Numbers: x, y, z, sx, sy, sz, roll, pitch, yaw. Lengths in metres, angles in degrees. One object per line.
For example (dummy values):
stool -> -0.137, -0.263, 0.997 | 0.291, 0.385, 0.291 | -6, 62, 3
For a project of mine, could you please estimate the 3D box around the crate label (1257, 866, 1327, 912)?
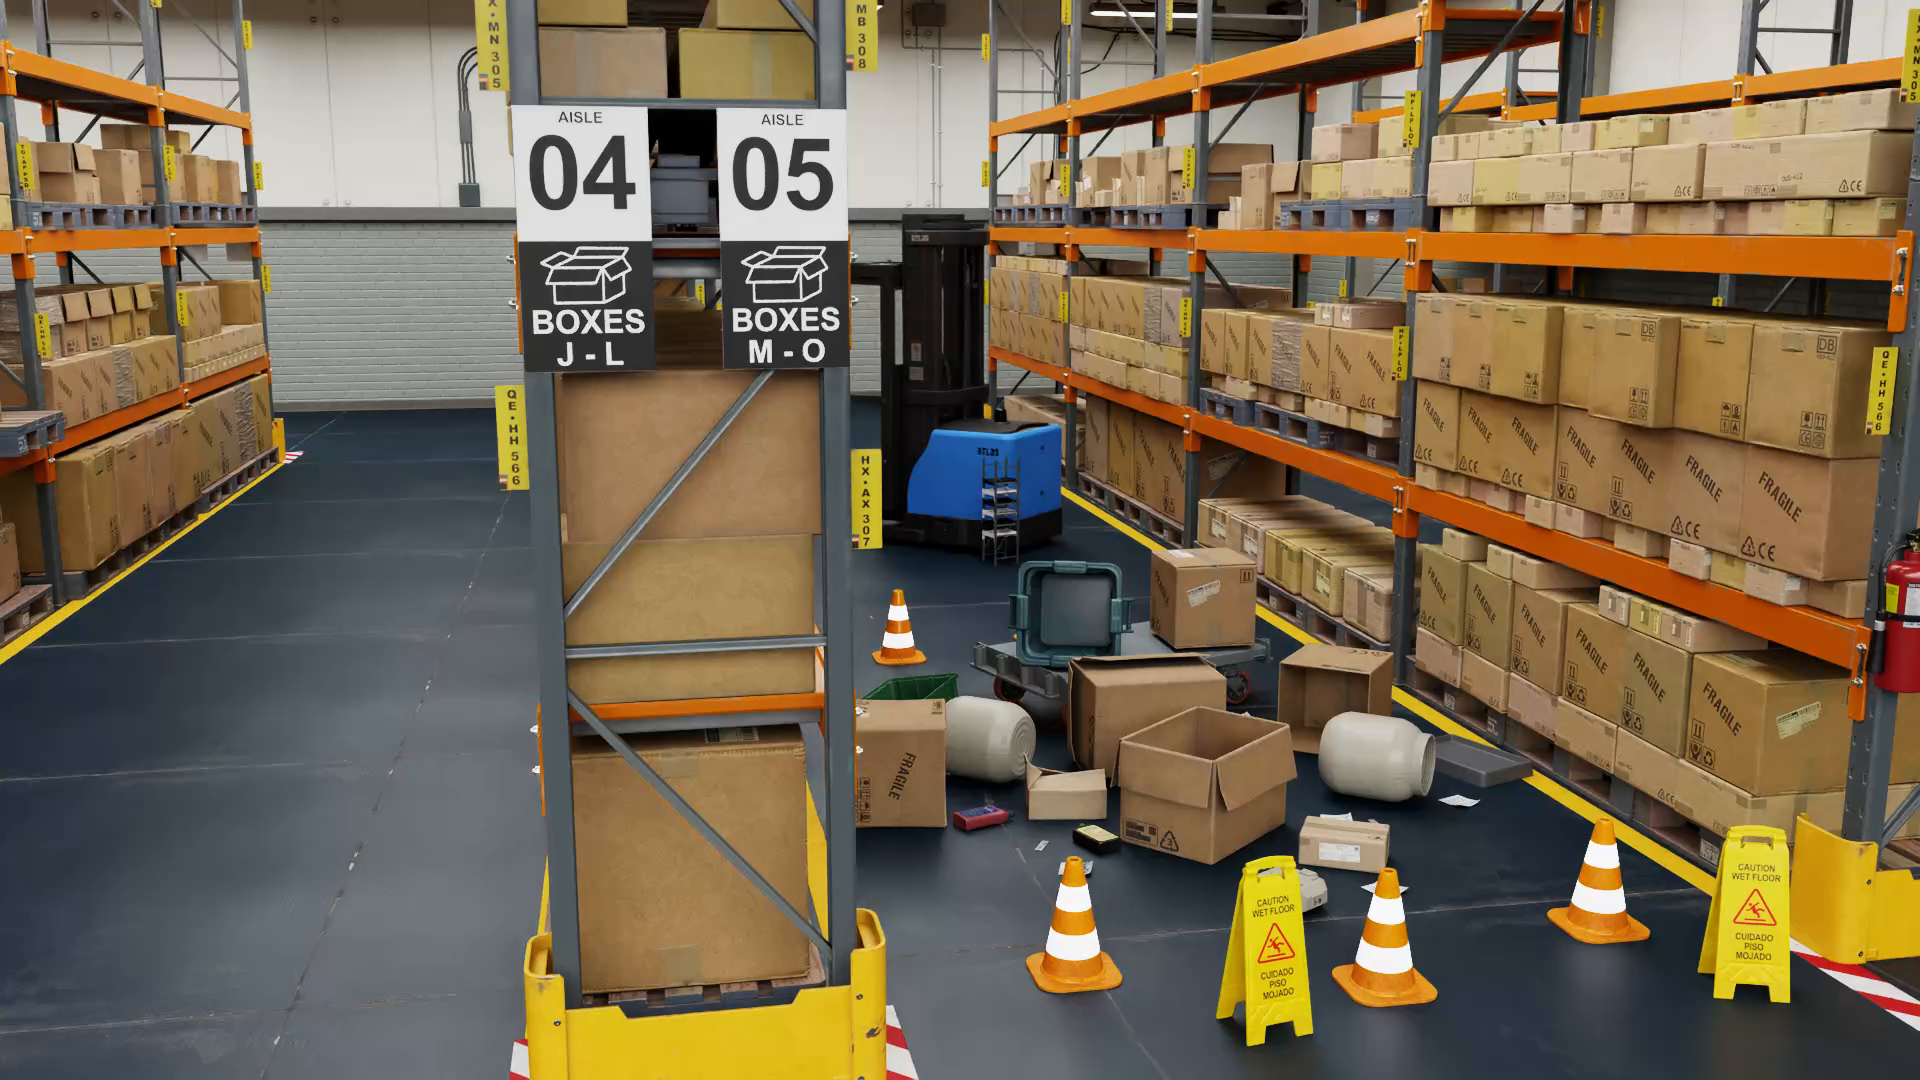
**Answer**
crate label -> 1.401, 1.487, 7.069 | 0.250, 0.136, 0.298 | -9, 14, -40

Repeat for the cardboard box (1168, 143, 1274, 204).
cardboard box -> 2.209, -3.109, 14.141 | 0.797, 0.503, 0.637 | -3, 11, -15

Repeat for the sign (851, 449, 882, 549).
sign -> -0.304, -0.132, 5.396 | 0.100, 0.325, 0.005 | -2, 11, -11

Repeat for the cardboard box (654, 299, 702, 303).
cardboard box -> -2.228, -1.481, 12.068 | 0.700, 0.500, 0.500 | -2, 11, -12

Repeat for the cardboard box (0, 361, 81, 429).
cardboard box -> -7.118, -1.103, 12.753 | 0.500, 0.500, 0.500 | -2, 11, -9

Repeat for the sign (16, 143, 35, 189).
sign -> -6.757, -2.701, 12.015 | 0.100, 0.325, 0.005 | -2, 11, -11

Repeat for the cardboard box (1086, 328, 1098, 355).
cardboard box -> 1.591, -2.035, 16.983 | 0.500, 0.250, 0.500 | -2, 11, -10

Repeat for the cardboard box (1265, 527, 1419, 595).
cardboard box -> 2.824, 0.148, 12.355 | 0.950, 0.372, 0.625 | -2, 11, -9

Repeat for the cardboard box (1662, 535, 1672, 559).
cardboard box -> 3.525, 0.027, 7.760 | 0.380, 0.149, 0.250 | -2, 11, -10

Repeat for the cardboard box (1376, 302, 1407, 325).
cardboard box -> 3.152, -1.596, 11.692 | 0.380, 0.149, 0.250 | -1, 11, -8

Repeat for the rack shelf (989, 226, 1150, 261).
rack shelf -> 1.264, -3.535, 19.704 | 1.077, 0.370, 4.000 | -2, 11, -11

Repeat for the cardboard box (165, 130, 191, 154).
cardboard box -> -8.463, -4.197, 17.594 | 0.500, 0.250, 0.500 | -2, 11, -13

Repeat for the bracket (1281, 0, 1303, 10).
bracket -> 5.130, -8.782, 27.694 | 0.076, 0.066, 5.218 | -2, 11, -11

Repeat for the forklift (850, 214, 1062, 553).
forklift -> -0.596, -1.504, 15.312 | 3.031, 2.935, 1.130 | 6, 13, 30

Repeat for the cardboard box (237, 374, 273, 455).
cardboard box -> -8.643, -1.470, 19.509 | 0.875, 0.875, 0.875 | -2, 11, -11

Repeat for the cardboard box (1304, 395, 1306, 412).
cardboard box -> 2.703, -0.988, 11.968 | 0.380, 0.149, 0.250 | -3, 11, -13

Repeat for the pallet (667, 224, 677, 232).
pallet -> -2.008, -2.176, 11.143 | 1.003, 0.211, 1.213 | -2, 11, -8

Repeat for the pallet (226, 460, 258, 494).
pallet -> -8.380, -0.685, 18.283 | 1.003, 0.211, 1.213 | -2, 11, -11

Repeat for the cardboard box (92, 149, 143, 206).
cardboard box -> -7.945, -3.311, 15.211 | 0.700, 0.500, 0.500 | -2, 11, -10

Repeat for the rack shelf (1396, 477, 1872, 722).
rack shelf -> 3.598, 0.139, 8.421 | 1.077, 0.370, 4.000 | -2, 11, -11

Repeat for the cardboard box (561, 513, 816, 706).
cardboard box -> -0.966, 0.211, 5.719 | 0.875, 0.550, 0.550 | -2, 11, -11

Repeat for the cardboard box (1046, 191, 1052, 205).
cardboard box -> 1.163, -3.808, 18.494 | 0.380, 0.149, 0.250 | -2, 11, -10

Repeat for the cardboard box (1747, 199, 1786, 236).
cardboard box -> 3.544, -1.347, 6.957 | 0.380, 0.149, 0.250 | -2, 11, -9

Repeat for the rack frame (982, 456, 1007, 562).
rack frame -> 0.299, -0.266, 14.243 | 0.240, 0.900, 0.006 | -6, 12, -28

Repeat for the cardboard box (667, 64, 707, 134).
cardboard box -> -0.890, -1.734, 6.530 | 0.500, 0.250, 0.500 | -2, 11, -11

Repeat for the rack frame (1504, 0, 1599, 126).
rack frame -> 6.521, -5.177, 18.381 | 1.000, 3.000, 0.127 | -2, 11, -11

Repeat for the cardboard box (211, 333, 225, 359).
cardboard box -> -8.101, -2.042, 17.564 | 0.500, 0.250, 0.500 | -2, 11, -10

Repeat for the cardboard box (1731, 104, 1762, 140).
cardboard box -> 3.552, -1.784, 7.118 | 0.380, 0.149, 0.250 | -2, 11, -11

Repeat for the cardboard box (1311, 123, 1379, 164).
cardboard box -> 2.751, -2.721, 11.442 | 0.500, 0.250, 0.500 | -2, 11, -10

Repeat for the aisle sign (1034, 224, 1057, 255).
aisle sign -> 1.165, -4.084, 21.730 | 0.394, 0.787, 0.004 | -2, 11, -11

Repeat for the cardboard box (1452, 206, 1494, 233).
cardboard box -> 3.022, -1.815, 9.414 | 0.380, 0.149, 0.250 | -2, 11, -11

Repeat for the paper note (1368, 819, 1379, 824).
paper note -> 2.008, 1.370, 8.024 | 0.032, 0.001, 0.123 | -2, 11, -11

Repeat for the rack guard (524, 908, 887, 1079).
rack guard -> -0.845, 1.583, 5.594 | 1.175, 0.500, 0.348 | -2, 11, -11

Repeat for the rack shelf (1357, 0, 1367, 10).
rack shelf -> 6.132, -6.823, 20.065 | 1.077, 0.370, 4.000 | -2, 11, -11

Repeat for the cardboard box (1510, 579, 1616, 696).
cardboard box -> 3.273, 0.506, 8.795 | 0.500, 0.500, 0.500 | -2, 11, -8

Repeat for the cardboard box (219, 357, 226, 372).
cardboard box -> -8.052, -1.869, 17.718 | 0.380, 0.149, 0.250 | -2, 11, -10

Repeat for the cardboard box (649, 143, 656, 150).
cardboard box -> -1.707, -1.992, 7.885 | 0.500, 0.250, 0.500 | -2, 11, -11

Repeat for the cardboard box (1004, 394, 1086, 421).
cardboard box -> 1.101, -1.612, 21.428 | 0.875, 0.438, 0.875 | -3, 11, -13

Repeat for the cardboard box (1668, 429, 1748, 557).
cardboard box -> 3.518, -0.224, 7.344 | 0.500, 0.500, 0.500 | -2, 11, -11

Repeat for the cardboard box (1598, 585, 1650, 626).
cardboard box -> 3.342, 0.313, 8.074 | 0.380, 0.149, 0.250 | -2, 11, -9

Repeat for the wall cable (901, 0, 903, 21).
wall cable -> -2.026, -9.653, 25.852 | 2.355, 3.000, 0.029 | -2, 11, -11

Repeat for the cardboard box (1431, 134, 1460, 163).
cardboard box -> 2.950, -2.253, 9.584 | 0.380, 0.149, 0.250 | -2, 11, -12

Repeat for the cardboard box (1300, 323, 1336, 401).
cardboard box -> 2.702, -1.245, 11.582 | 0.500, 0.500, 0.500 | -2, 11, -9

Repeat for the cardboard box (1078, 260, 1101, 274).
cardboard box -> 1.336, -3.005, 18.338 | 0.380, 0.149, 0.250 | -2, 11, -10

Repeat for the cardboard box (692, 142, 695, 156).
cardboard box -> -0.993, -1.699, 7.416 | 0.380, 0.149, 0.250 | -2, 11, -12

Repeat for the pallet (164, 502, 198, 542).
pallet -> -7.844, -0.179, 15.628 | 1.003, 0.211, 1.213 | -2, 11, -11

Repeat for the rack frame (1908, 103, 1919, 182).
rack frame -> 3.987, -2.795, 5.866 | 1.000, 3.000, 0.127 | -2, 11, -11

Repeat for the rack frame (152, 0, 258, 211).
rack frame -> -8.846, -5.369, 19.390 | 1.000, 3.000, 0.127 | -2, 11, -11

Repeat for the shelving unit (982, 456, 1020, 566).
shelving unit -> 0.347, -0.250, 14.156 | 0.258, 0.900, 0.210 | -6, 12, -28

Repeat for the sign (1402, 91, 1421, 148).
sign -> 2.665, -2.481, 9.806 | 0.100, 0.325, 0.005 | -2, 11, -11

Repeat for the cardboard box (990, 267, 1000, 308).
cardboard box -> 0.689, -3.224, 21.225 | 0.500, 0.500, 0.500 | -2, 11, -12

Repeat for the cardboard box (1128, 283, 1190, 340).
cardboard box -> 1.876, -2.126, 15.454 | 0.500, 0.500, 0.500 | -2, 11, -11

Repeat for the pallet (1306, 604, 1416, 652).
pallet -> 3.056, 0.646, 11.292 | 1.003, 0.211, 1.213 | -2, 11, -11

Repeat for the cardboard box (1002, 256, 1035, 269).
cardboard box -> 0.731, -3.469, 20.775 | 0.380, 0.149, 0.250 | -2, 11, -9
